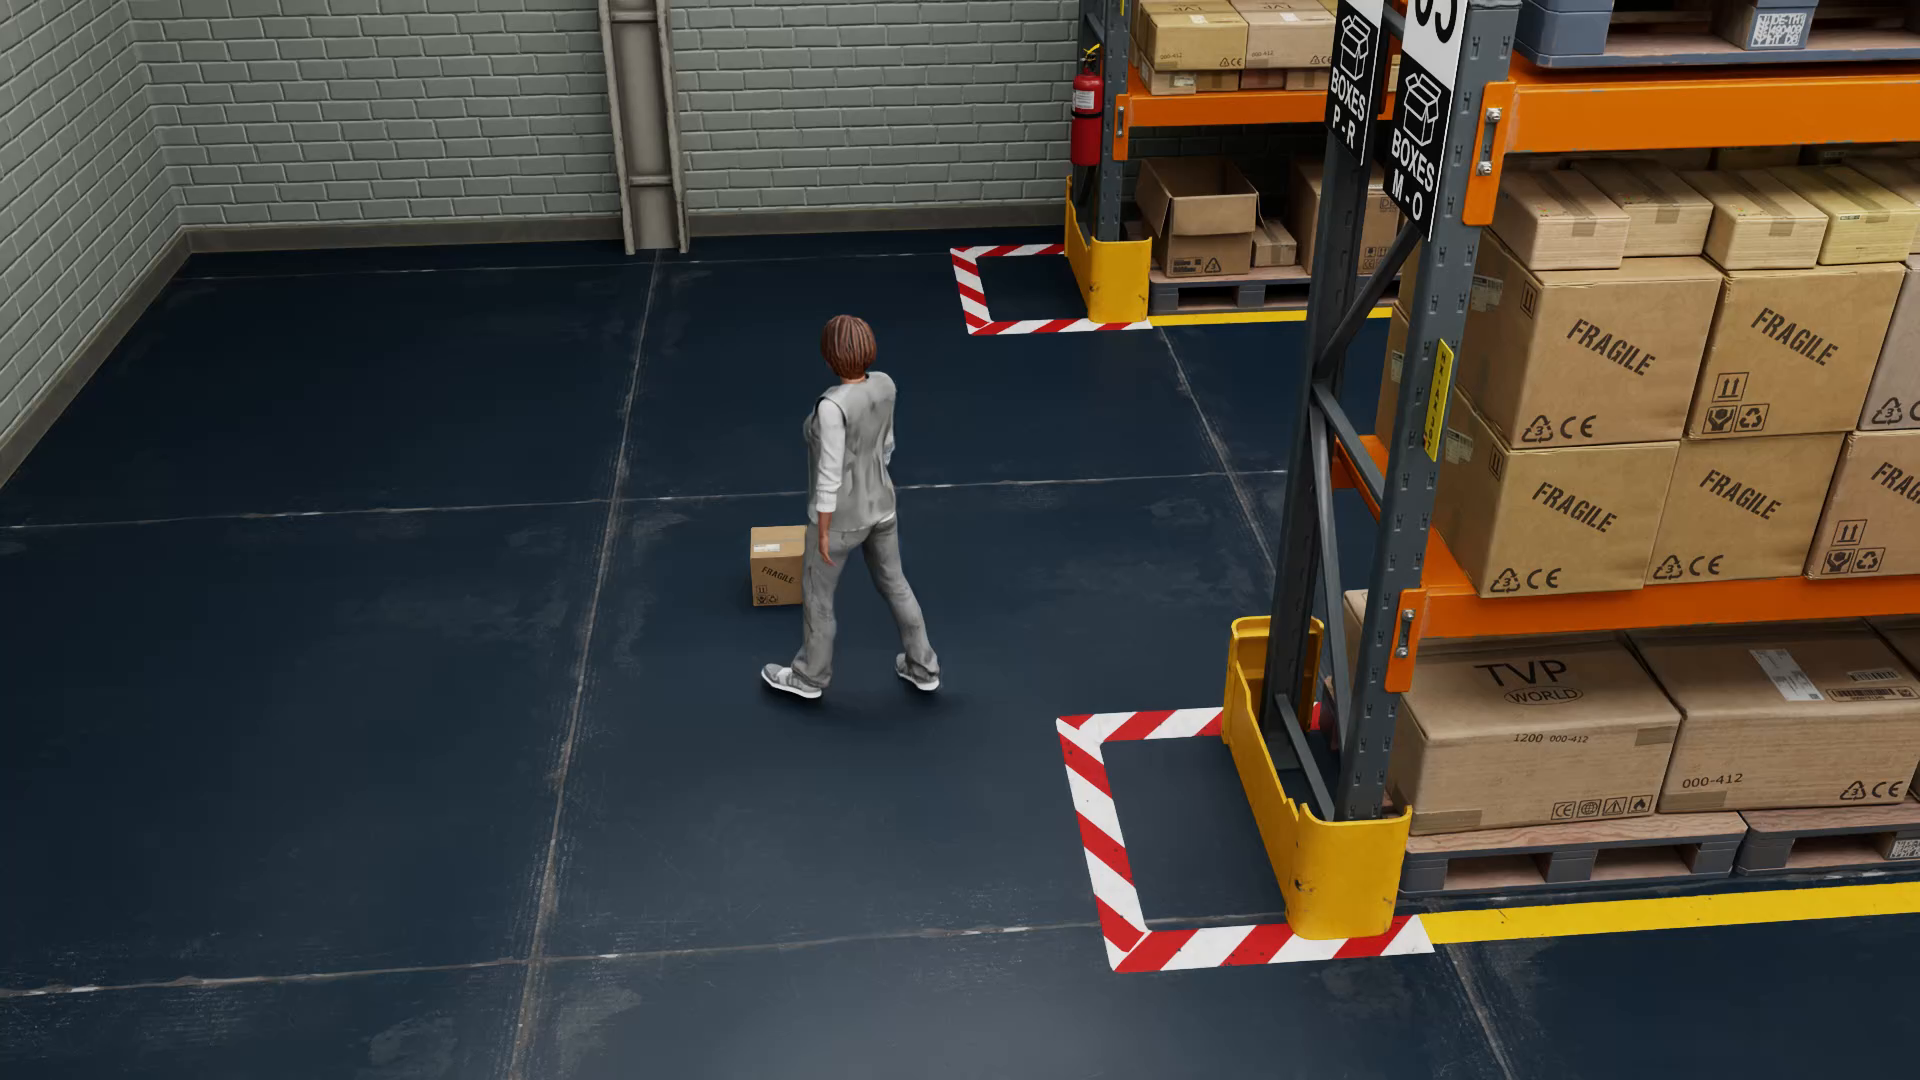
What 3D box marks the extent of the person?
[{"bbox_3d":[-0.417,-0.093,6.287,0.633,1.577,0.492,22,38,32],"label":"person"}]
